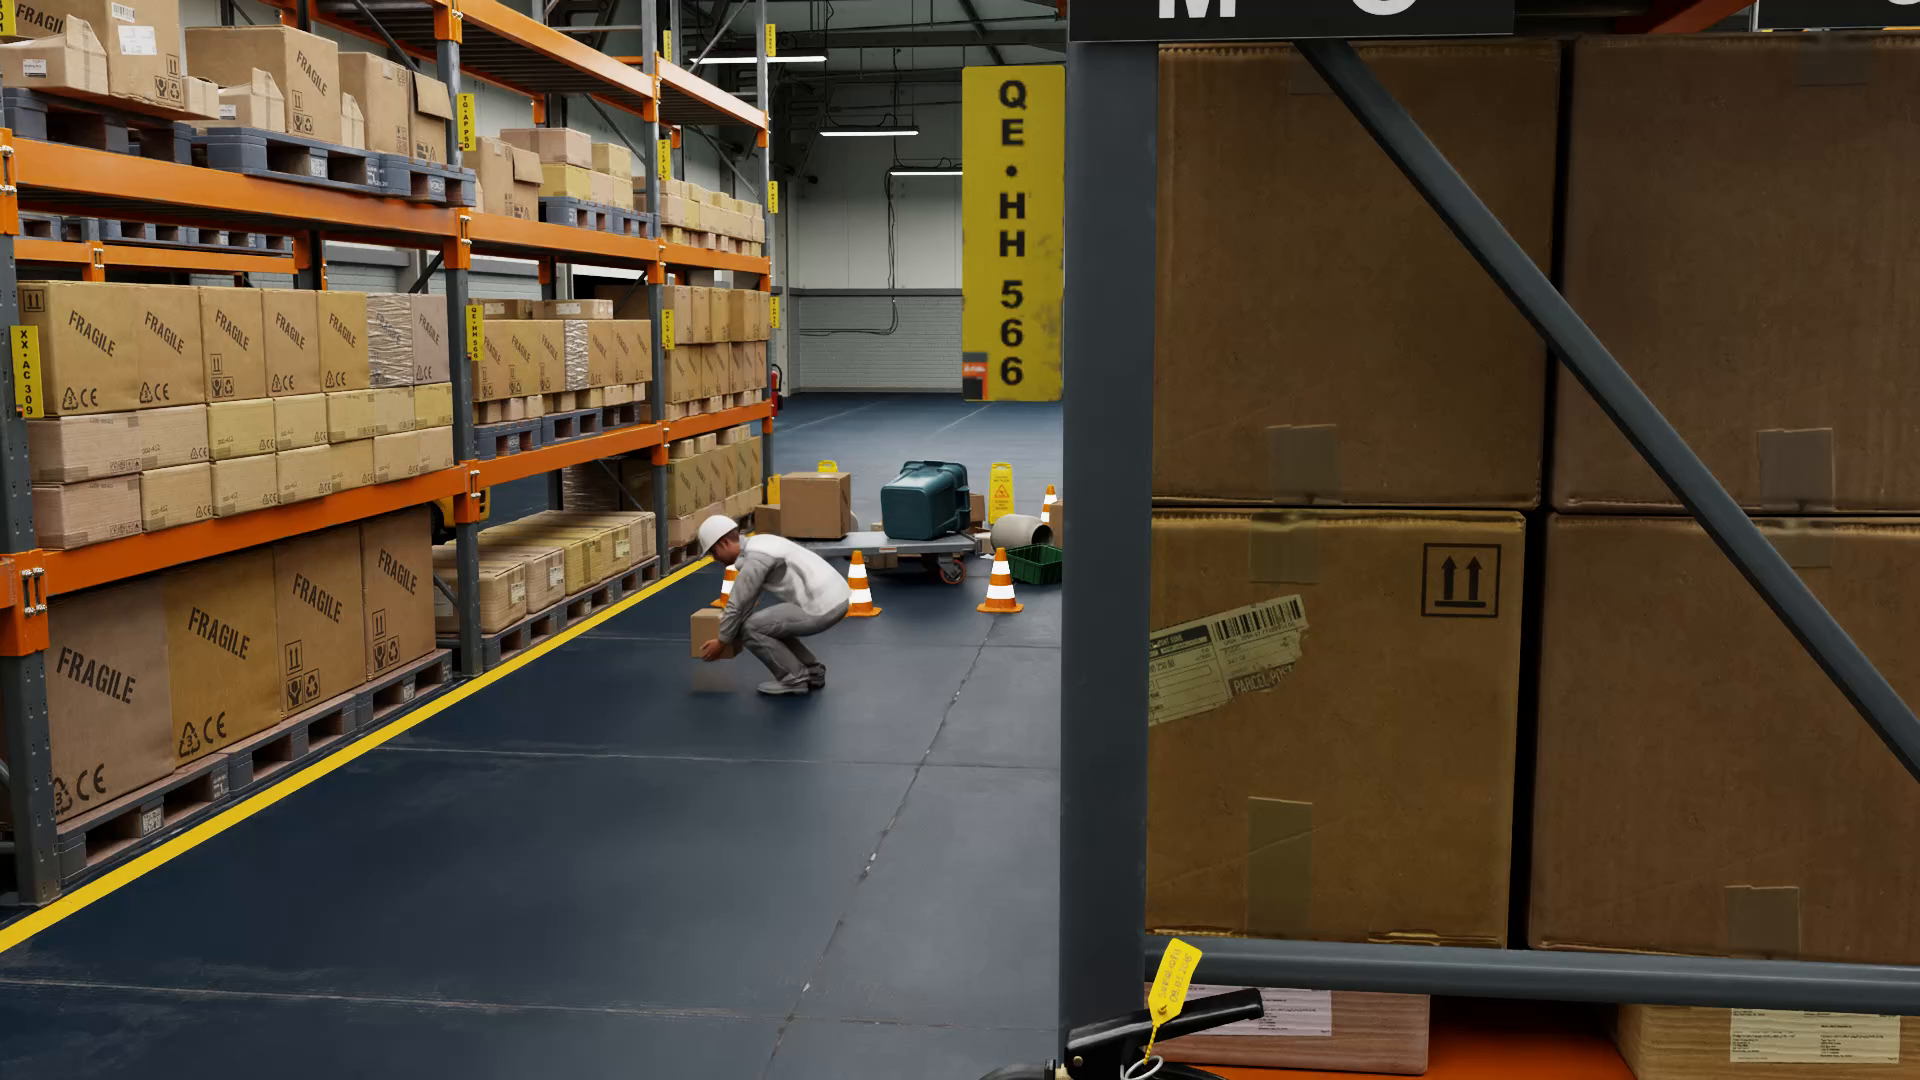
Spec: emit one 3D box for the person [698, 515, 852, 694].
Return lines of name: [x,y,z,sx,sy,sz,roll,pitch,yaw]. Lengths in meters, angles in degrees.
person: [-1.081,0.369,9.718,0.870,1.039,0.546,1,8,6]
